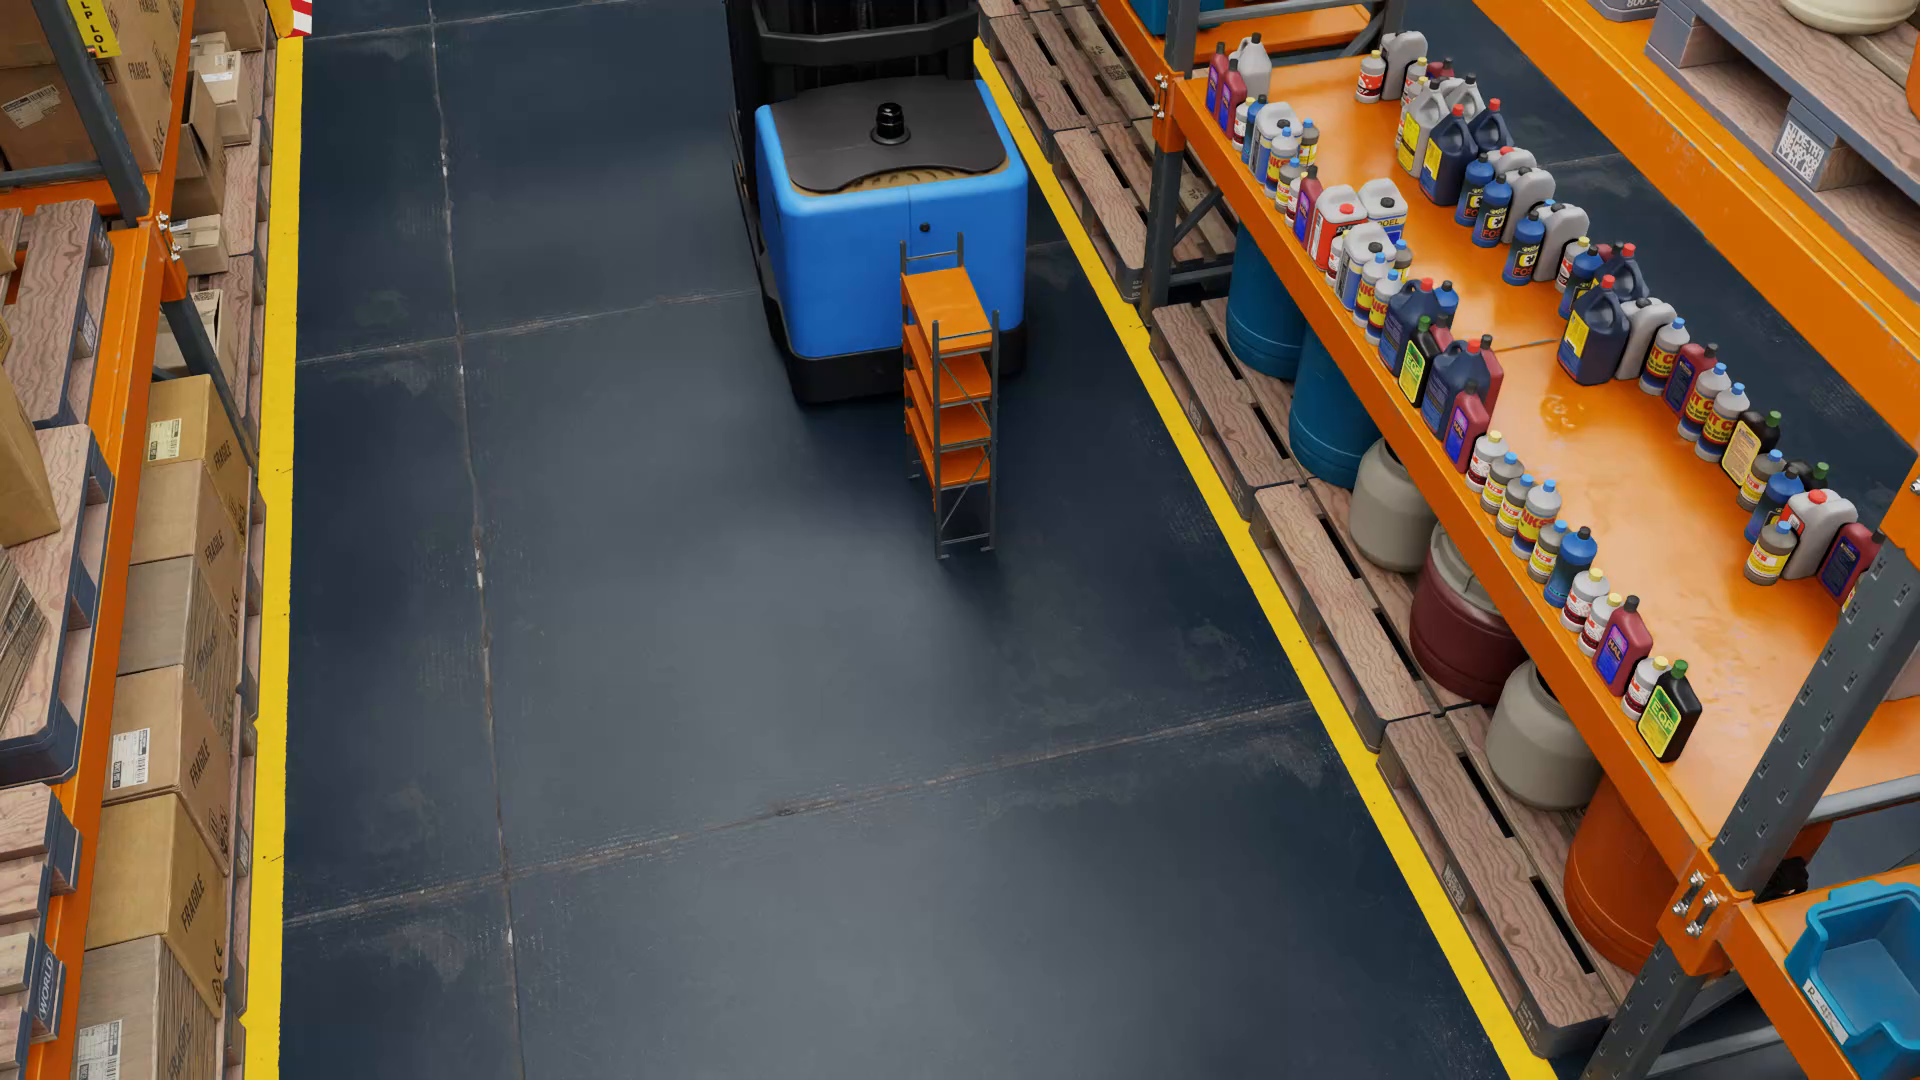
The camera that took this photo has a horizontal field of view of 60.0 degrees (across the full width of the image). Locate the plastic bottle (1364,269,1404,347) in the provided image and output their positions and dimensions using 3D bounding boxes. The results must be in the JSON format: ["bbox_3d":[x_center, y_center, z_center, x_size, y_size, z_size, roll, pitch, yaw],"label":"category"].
[{"bbox_3d":[1.409,-0.775,5.500,0.097,0.271,0.097,0,46,0],"label":"plastic bottle"}]

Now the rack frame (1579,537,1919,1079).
[{"bbox_3d":[2.359,0.600,4.061,1.000,3.000,0.127,-11,47,-10],"label":"rack frame"}]

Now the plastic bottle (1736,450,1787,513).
[{"bbox_3d":[2.404,-0.185,4.970,0.097,0.201,0.097,0,46,0],"label":"plastic bottle"}]

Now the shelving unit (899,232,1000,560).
[{"bbox_3d":[-0.042,-0.534,6.433,0.258,1.200,0.503,-11,47,-10],"label":"shelving unit"}]

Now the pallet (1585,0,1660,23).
[{"bbox_3d":[1.923,-1.839,4.484,1.003,0.211,1.213,-11,47,-10],"label":"pallet"}]

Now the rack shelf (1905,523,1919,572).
[{"bbox_3d":[2.871,1.183,1.894,1.077,0.370,4.000,-11,47,-10],"label":"rack shelf"}]

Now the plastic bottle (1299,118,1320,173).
[{"bbox_3d":[1.294,-1.486,6.245,0.097,0.201,0.097,0,46,0],"label":"plastic bottle"}]

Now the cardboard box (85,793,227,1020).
[{"bbox_3d":[-2.534,1.150,4.965,0.500,0.500,0.500,-11,47,-11],"label":"cardboard box"}]

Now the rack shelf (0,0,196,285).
[{"bbox_3d":[-3.967,-2.387,7.493,1.077,0.370,4.000,-11,47,-10],"label":"rack shelf"}]

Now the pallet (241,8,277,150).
[{"bbox_3d":[-4.254,-2.441,8.995,1.003,0.211,1.213,-11,47,-10],"label":"pallet"}]

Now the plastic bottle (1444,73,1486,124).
[{"bbox_3d":[1.886,-1.569,6.222,0.144,0.351,0.185,-11,47,-10],"label":"plastic bottle"}]

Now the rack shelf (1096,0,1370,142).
[{"bbox_3d":[0.823,-3.290,8.378,1.077,0.370,4.000,-11,47,-10],"label":"rack shelf"}]

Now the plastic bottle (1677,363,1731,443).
[{"bbox_3d":[2.320,-0.436,5.167,0.097,0.271,0.097,0,46,0],"label":"plastic bottle"}]

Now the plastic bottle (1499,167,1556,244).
[{"bbox_3d":[2.005,-1.212,5.924,0.152,0.276,0.135,-11,47,-10],"label":"plastic bottle"}]

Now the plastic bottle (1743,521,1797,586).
[{"bbox_3d":[2.326,0.028,4.761,0.097,0.201,0.097,0,46,0],"label":"plastic bottle"}]

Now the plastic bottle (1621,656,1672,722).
[{"bbox_3d":[1.831,0.386,4.411,0.097,0.201,0.097,0,46,0],"label":"plastic bottle"}]

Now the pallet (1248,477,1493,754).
[{"bbox_3d":[1.808,0.199,6.407,1.003,0.211,1.213,-11,47,-10],"label":"pallet"}]

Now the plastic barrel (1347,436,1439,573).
[{"bbox_3d":[1.697,-0.164,6.258,0.421,0.512,0.421,0,46,0],"label":"plastic barrel"}]

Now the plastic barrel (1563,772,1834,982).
[{"bbox_3d":[2.217,0.878,5.015,0.600,0.830,0.708,-11,47,-10],"label":"plastic barrel"}]

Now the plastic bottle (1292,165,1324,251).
[{"bbox_3d":[1.243,-1.176,5.884,0.061,0.283,0.133,-11,47,-10],"label":"plastic bottle"}]

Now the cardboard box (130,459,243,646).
[{"bbox_3d":[-2.933,0.094,6.000,0.500,0.500,0.500,-11,47,-10],"label":"cardboard box"}]

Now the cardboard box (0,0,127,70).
[{"bbox_3d":[-3.303,-2.020,5.859,0.500,0.500,0.500,-10,46,-9],"label":"cardboard box"}]

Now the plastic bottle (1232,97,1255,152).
[{"bbox_3d":[1.097,-1.592,6.349,0.097,0.201,0.097,0,46,0],"label":"plastic bottle"}]

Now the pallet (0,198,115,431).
[{"bbox_3d":[-3.356,-0.619,5.391,1.003,0.211,1.213,-11,47,-10],"label":"pallet"}]

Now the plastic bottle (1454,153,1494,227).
[{"bbox_3d":[1.855,-1.267,5.982,0.097,0.271,0.097,0,46,0],"label":"plastic bottle"}]

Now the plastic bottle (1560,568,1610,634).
[{"bbox_3d":[1.747,0.159,4.633,0.097,0.201,0.097,0,46,0],"label":"plastic bottle"}]

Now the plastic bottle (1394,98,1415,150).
[{"bbox_3d":[1.726,-1.591,6.348,0.097,0.201,0.097,0,46,0],"label":"plastic bottle"}]

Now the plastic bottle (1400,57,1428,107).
[{"bbox_3d":[1.804,-1.804,6.557,0.097,0.201,0.097,0,46,0],"label":"plastic bottle"}]

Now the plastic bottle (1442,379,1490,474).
[{"bbox_3d":[1.550,-0.349,5.074,0.061,0.283,0.133,-11,47,-10],"label":"plastic bottle"}]

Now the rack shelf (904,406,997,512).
[{"bbox_3d":[-0.042,-0.348,6.623,0.258,0.148,0.480,-11,47,-10],"label":"rack shelf"}]

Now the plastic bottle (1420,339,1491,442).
[{"bbox_3d":[1.550,-0.490,5.165,0.144,0.351,0.185,-11,47,-10],"label":"plastic bottle"}]

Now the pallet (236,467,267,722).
[{"bbox_3d":[-3.210,0.273,6.335,1.003,0.211,1.213,-11,47,-10],"label":"pallet"}]

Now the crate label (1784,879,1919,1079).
[{"bbox_3d":[2.104,1.018,3.769,0.303,0.233,0.416,-11,47,-10],"label":"crate label"}]

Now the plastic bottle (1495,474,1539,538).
[{"bbox_3d":[1.647,-0.110,4.896,0.097,0.201,0.097,0,46,0],"label":"plastic bottle"}]

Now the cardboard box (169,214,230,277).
[{"bbox_3d":[-3.584,-1.345,7.644,0.380,0.166,0.250,-11,47,-10],"label":"cardboard box"}]

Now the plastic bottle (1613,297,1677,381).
[{"bbox_3d":[2.205,-0.672,5.395,0.152,0.276,0.135,-11,47,-10],"label":"plastic bottle"}]

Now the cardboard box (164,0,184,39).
[{"bbox_3d":[-3.582,-2.394,6.926,0.500,0.500,0.500,-11,47,-11],"label":"cardboard box"}]

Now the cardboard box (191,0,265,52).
[{"bbox_3d":[-4.101,-2.969,9.001,0.500,0.500,0.500,-11,47,-10],"label":"cardboard box"}]

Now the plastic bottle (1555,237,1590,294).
[{"bbox_3d":[2.120,-0.950,5.720,0.097,0.201,0.097,0,46,0],"label":"plastic bottle"}]

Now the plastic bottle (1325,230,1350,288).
[{"bbox_3d":[1.325,-0.978,5.748,0.097,0.201,0.097,0,46,0],"label":"plastic bottle"}]

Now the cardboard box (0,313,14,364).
[{"bbox_3d":[-3.312,-0.609,4.883,0.700,0.500,0.500,-4,46,-4],"label":"cardboard box"}]

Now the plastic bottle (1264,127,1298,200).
[{"bbox_3d":[1.182,-1.389,6.101,0.097,0.271,0.097,0,46,0],"label":"plastic bottle"}]

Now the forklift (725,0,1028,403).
[{"bbox_3d":[-0.533,-2.695,7.339,1.130,2.935,3.031,-9,46,-9],"label":"forklift"}]

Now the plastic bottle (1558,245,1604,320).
[{"bbox_3d":[2.096,-0.872,5.594,0.097,0.271,0.097,0,46,0],"label":"plastic bottle"}]

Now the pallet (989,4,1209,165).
[{"bbox_3d":[0.793,-2.530,9.081,1.003,0.211,1.213,-11,47,-10],"label":"pallet"}]

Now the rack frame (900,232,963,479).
[{"bbox_3d":[-0.105,-0.703,6.599,0.240,1.200,0.015,-11,47,-10],"label":"rack frame"}]

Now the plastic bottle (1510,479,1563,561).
[{"bbox_3d":[1.672,-0.067,4.806,0.097,0.271,0.097,0,46,0],"label":"plastic bottle"}]

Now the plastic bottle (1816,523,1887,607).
[{"bbox_3d":[2.520,0.048,4.684,0.061,0.283,0.133,-11,47,-10],"label":"plastic bottle"}]

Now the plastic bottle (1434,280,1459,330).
[{"bbox_3d":[1.574,-0.735,5.460,0.097,0.271,0.097,0,46,0],"label":"plastic bottle"}]
